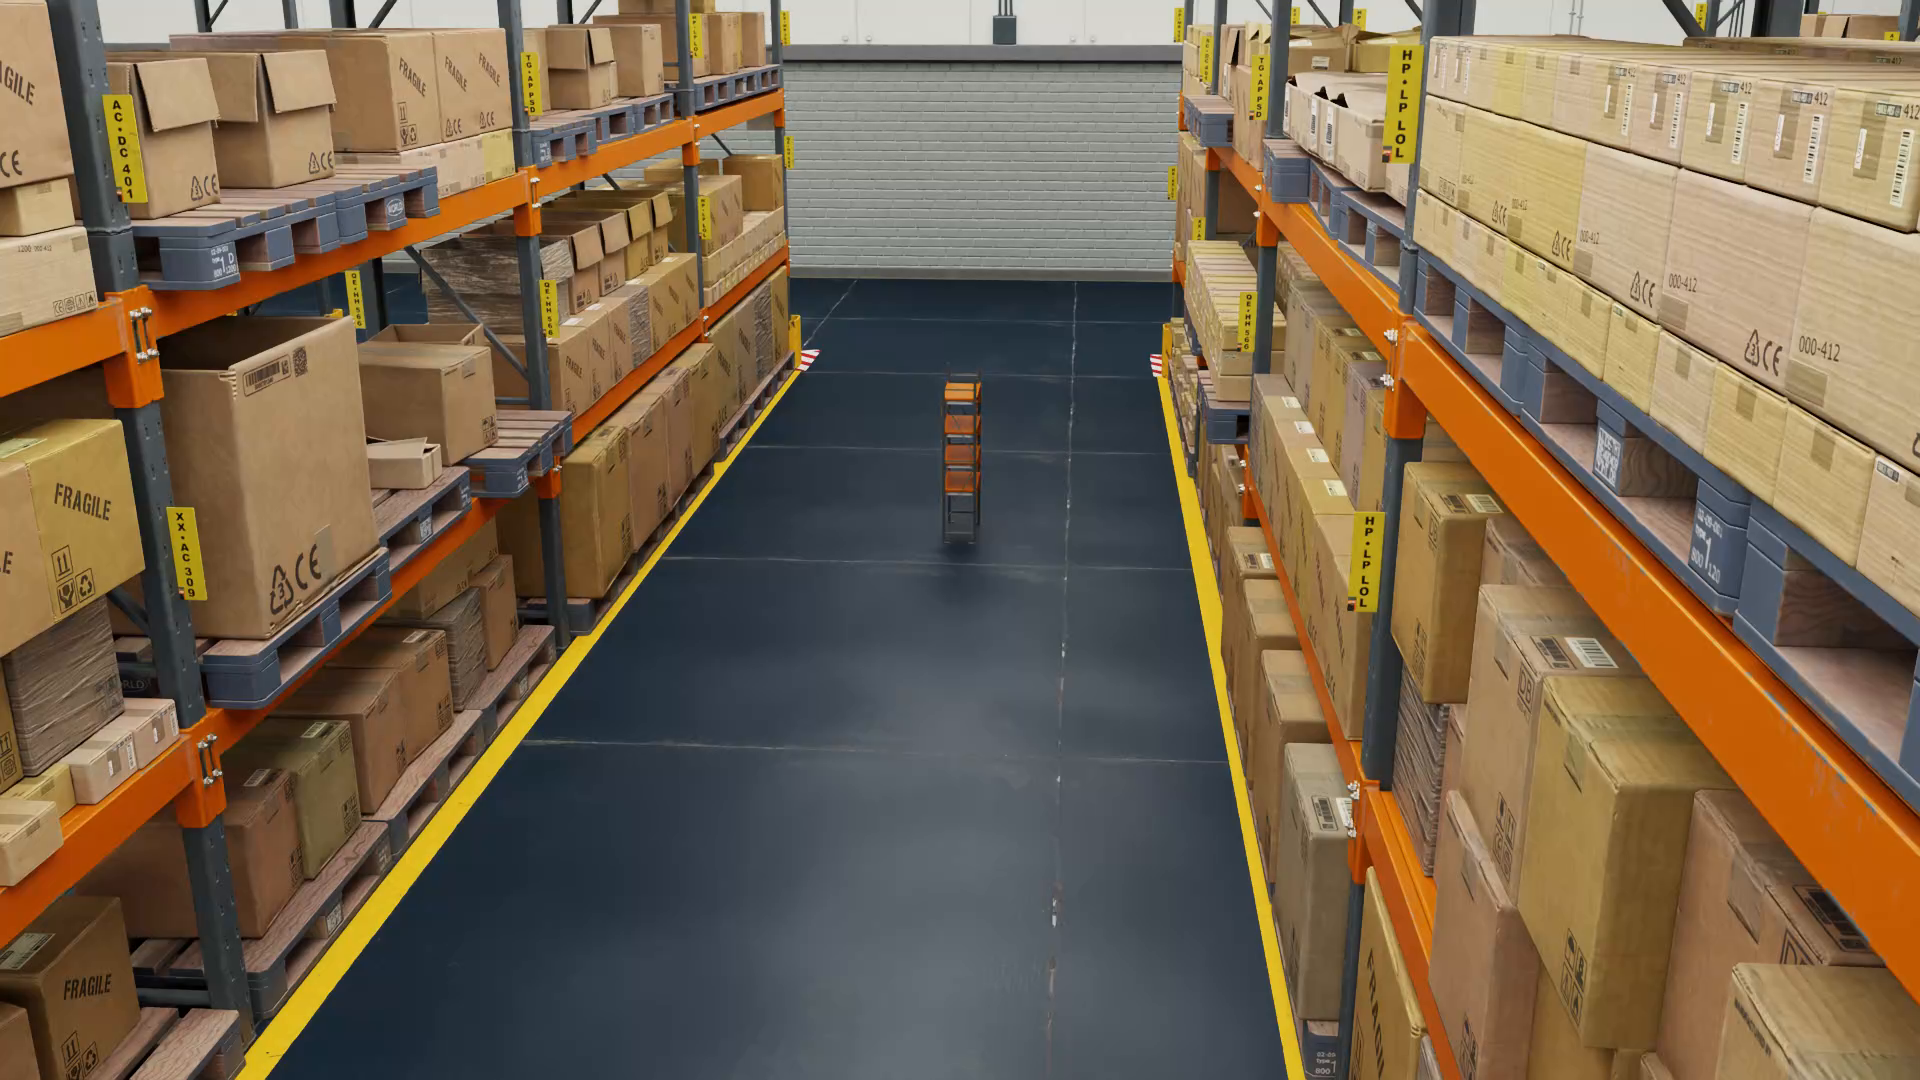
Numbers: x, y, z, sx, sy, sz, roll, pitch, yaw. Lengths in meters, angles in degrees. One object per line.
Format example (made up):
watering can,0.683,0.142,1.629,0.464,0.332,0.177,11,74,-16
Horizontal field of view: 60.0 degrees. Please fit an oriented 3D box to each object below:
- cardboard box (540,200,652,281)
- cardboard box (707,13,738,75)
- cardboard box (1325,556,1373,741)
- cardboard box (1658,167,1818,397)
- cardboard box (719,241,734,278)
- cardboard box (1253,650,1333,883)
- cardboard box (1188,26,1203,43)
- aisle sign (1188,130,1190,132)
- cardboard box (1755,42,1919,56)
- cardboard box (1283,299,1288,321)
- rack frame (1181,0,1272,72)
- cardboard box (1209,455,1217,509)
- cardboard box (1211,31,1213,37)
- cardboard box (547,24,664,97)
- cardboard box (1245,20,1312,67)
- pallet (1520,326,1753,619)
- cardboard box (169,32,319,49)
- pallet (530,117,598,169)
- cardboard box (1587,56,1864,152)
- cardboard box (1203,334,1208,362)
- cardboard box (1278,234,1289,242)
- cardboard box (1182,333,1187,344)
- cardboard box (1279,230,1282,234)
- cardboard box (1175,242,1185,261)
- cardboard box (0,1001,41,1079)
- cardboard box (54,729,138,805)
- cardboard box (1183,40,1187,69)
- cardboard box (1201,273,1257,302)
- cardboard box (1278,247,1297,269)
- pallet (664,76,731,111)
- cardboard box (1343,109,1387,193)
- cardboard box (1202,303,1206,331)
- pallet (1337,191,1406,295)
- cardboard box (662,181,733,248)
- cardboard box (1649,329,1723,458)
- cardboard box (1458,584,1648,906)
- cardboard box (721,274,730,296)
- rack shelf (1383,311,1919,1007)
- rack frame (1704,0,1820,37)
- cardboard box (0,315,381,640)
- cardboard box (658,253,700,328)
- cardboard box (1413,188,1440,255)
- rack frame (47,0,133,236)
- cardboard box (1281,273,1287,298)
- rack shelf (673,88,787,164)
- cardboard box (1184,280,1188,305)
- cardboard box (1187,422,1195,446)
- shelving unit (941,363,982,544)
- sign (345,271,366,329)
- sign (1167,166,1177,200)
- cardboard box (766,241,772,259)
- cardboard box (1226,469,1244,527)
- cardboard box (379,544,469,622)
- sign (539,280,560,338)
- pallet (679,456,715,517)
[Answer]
cardboard box,-2.660,-2.148,11.891,0.797,0.503,0.637,1,18,5
cardboard box,-2.343,-4.326,14.496,0.700,0.500,0.500,2,18,6
cardboard box,1.576,0.376,5.799,0.500,0.500,0.500,1,18,4
cardboard box,1.348,-0.379,2.372,0.500,0.250,0.500,1,18,4
cardboard box,-2.226,-2.400,14.194,0.500,0.250,0.500,1,18,4
cardboard box,1.833,0.966,7.095,1.050,0.750,0.750,1,18,4
cardboard box,2.268,-4.585,15.078,0.380,0.149,0.250,2,18,5
aisle sign,2.371,-4.401,16.361,0.394,0.787,0.004,1,18,4
cardboard box,2.060,-1.064,3.823,0.380,0.149,0.250,1,18,4
cardboard box,2.491,-1.610,11.748,0.380,0.149,0.250,0,18,1
rack frame,2.665,-5.987,15.742,1.000,3.000,0.127,1,18,4
cardboard box,2.001,-0.354,11.527,0.500,0.500,0.500,2,18,5
cardboard box,2.137,-3.860,12.867,0.380,0.149,0.250,2,18,5
cardboard box,-2.593,-3.528,12.220,0.700,0.500,0.500,2,18,5
cardboard box,1.933,-3.019,10.113,0.396,0.266,0.258,1,18,4
pallet,1.646,-0.160,2.920,1.003,0.211,1.213,1,18,4
cardboard box,-3.208,-2.050,7.581,0.500,0.500,0.500,1,18,2
pallet,-2.855,-2.330,9.703,1.213,0.211,1.003,2,18,6
cardboard box,1.331,-0.763,2.905,0.380,0.149,0.250,1,18,4
cardboard box,1.745,-1.213,10.536,0.380,0.149,0.250,0,18,1
cardboard box,2.665,-2.231,13.275,0.500,0.500,0.500,1,18,3
cardboard box,2.308,-1.866,15.748,0.380,0.149,0.250,0,18,1
cardboard box,2.654,-2.692,13.078,0.500,0.500,0.500,2,18,5
cardboard box,2.265,-2.761,15.935,0.380,0.149,0.250,1,18,2
cardboard box,-3.237,1.739,5.139,0.500,0.500,0.500,7,20,21
cardboard box,-2.885,0.719,5.314,0.380,0.149,0.250,1,18,4
cardboard box,2.374,-4.594,15.746,0.500,0.250,0.500,2,18,5
cardboard box,1.784,-1.659,10.942,0.380,0.149,0.250,2,18,6
cardboard box,2.526,-2.044,12.117,0.380,0.149,0.250,1,18,2
pallet,-2.492,-3.673,13.640,1.003,0.211,1.213,1,18,4
cardboard box,1.674,-1.398,5.962,0.500,0.250,0.500,1,18,3
cardboard box,1.763,-1.437,10.742,0.380,0.149,0.250,2,18,5
pallet,1.822,-1.029,5.737,0.805,0.209,1.217,1,18,2
cardboard box,-2.229,-2.758,14.081,0.500,0.500,0.500,1,18,4
cardboard box,1.296,-0.225,2.544,0.380,0.149,0.250,1,18,4
cardboard box,1.645,0.459,3.731,0.875,0.550,0.550,1,18,4
cardboard box,-2.171,-2.164,14.114,0.380,0.149,0.250,2,18,6
rack shelf,1.662,0.129,3.051,1.077,0.370,4.000,1,18,4
rack frame,7.610,-5.908,15.500,1.000,3.000,0.127,1,18,4
cardboard box,-2.938,-0.279,6.320,1.000,1.000,1.000,1,18,4
cardboard box,-2.323,-1.932,12.841,0.500,0.500,0.500,1,18,4
cardboard box,1.440,-0.857,4.471,0.380,0.149,0.250,1,18,3
rack frame,-3.135,-2.402,4.801,1.000,3.000,0.127,1,18,4
cardboard box,2.508,-1.828,11.936,0.380,0.149,0.250,2,18,6
rack shelf,-2.418,-3.740,14.859,1.077,0.370,4.000,1,18,4
cardboard box,1.891,-1.862,12.516,0.380,0.149,0.250,0,18,1
cardboard box,2.067,-0.868,13.658,0.380,0.149,0.250,2,18,5
shelving unit,0.012,-0.622,11.893,0.258,1.200,0.503,1,18,4
sign,-3.402,-1.355,9.381,0.100,0.325,0.005,1,18,4
sign,2.124,-3.559,16.578,0.100,0.325,0.005,1,18,4
cardboard box,-2.027,-2.804,16.067,0.380,0.149,0.250,2,18,5
cardboard box,1.879,-0.237,9.966,0.500,0.250,0.500,1,18,3
cardboard box,-2.894,0.203,8.590,0.500,0.250,0.500,3,18,10
sign,-2.306,-1.297,9.331,0.100,0.325,0.005,1,18,4
pallet,-2.542,-0.469,13.016,1.003,0.211,1.213,1,18,4
